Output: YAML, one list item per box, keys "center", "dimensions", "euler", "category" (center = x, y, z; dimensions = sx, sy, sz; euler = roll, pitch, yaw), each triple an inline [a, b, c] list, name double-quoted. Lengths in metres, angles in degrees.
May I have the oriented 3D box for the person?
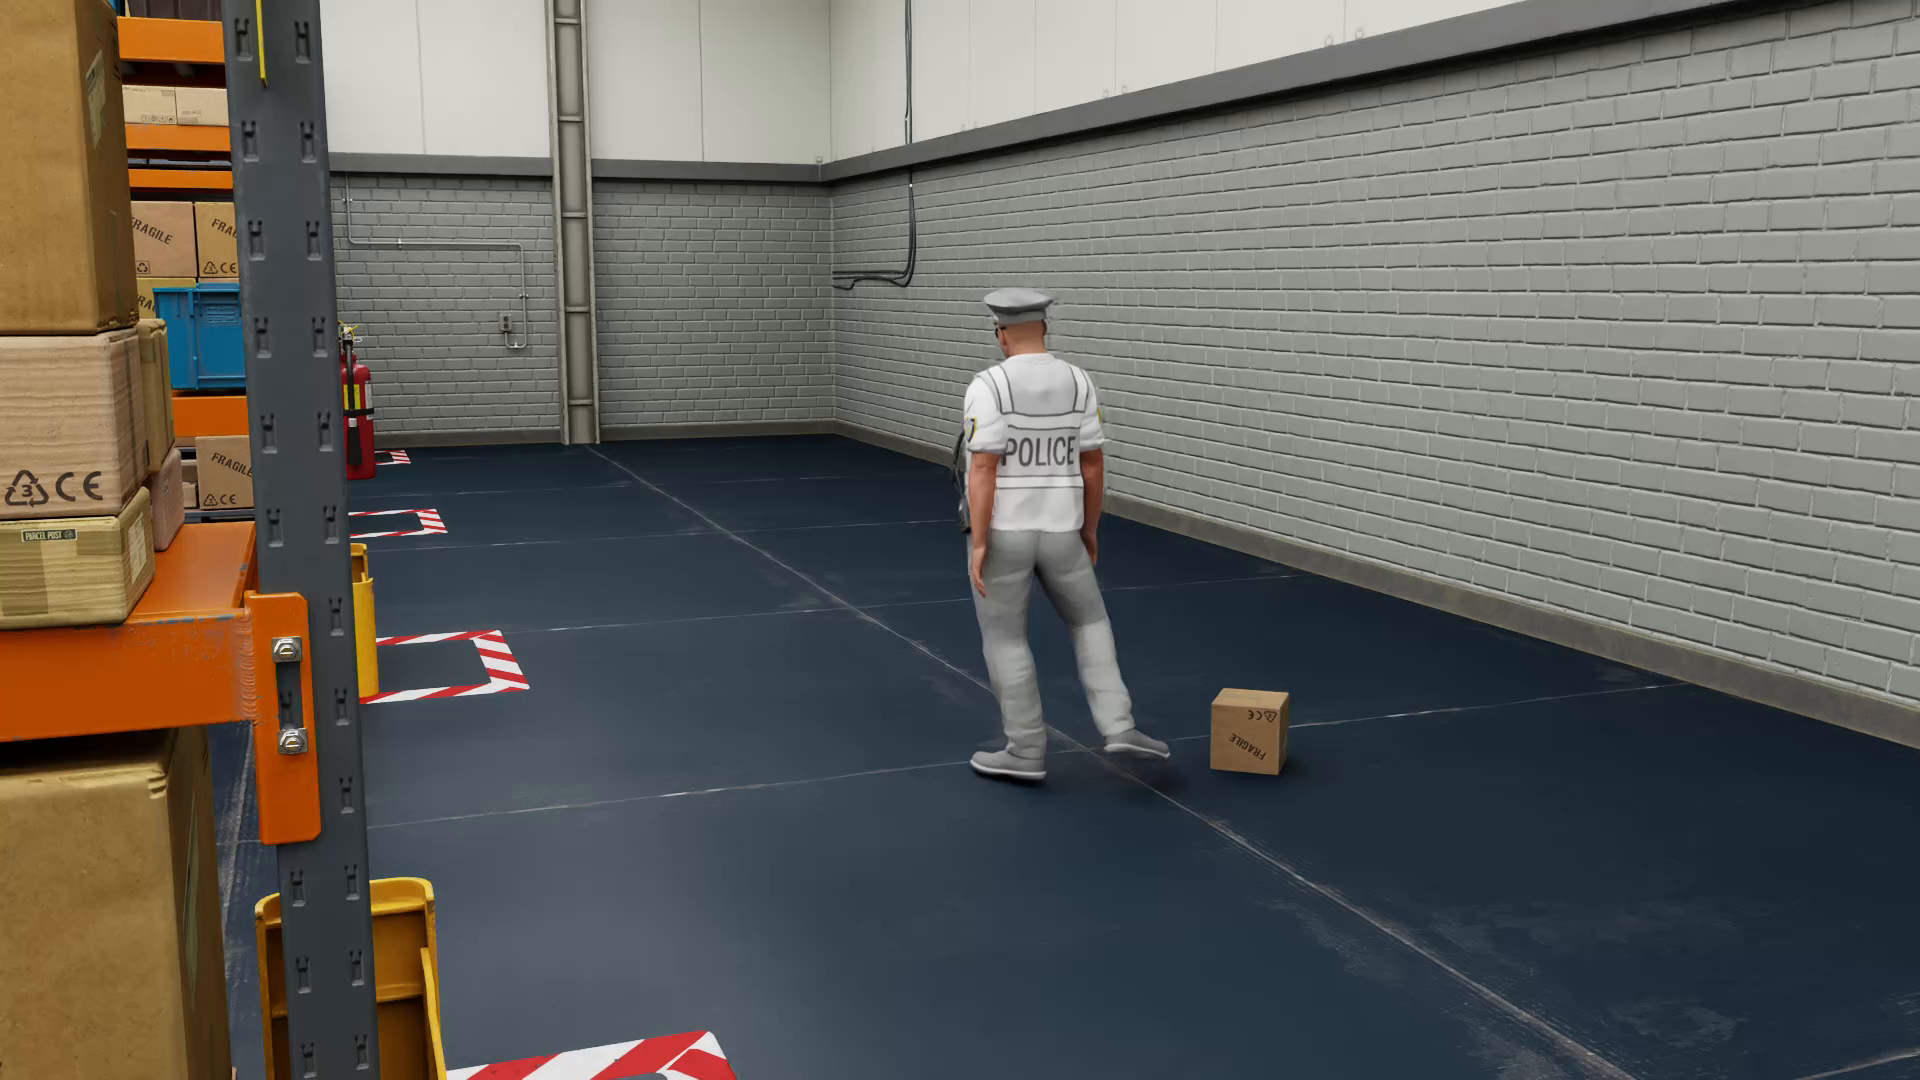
- center: [0.360, -0.014, 5.902]
  dimensions: [0.736, 1.743, 0.559]
  euler: [-4, 10, -23]
  category: "person"
